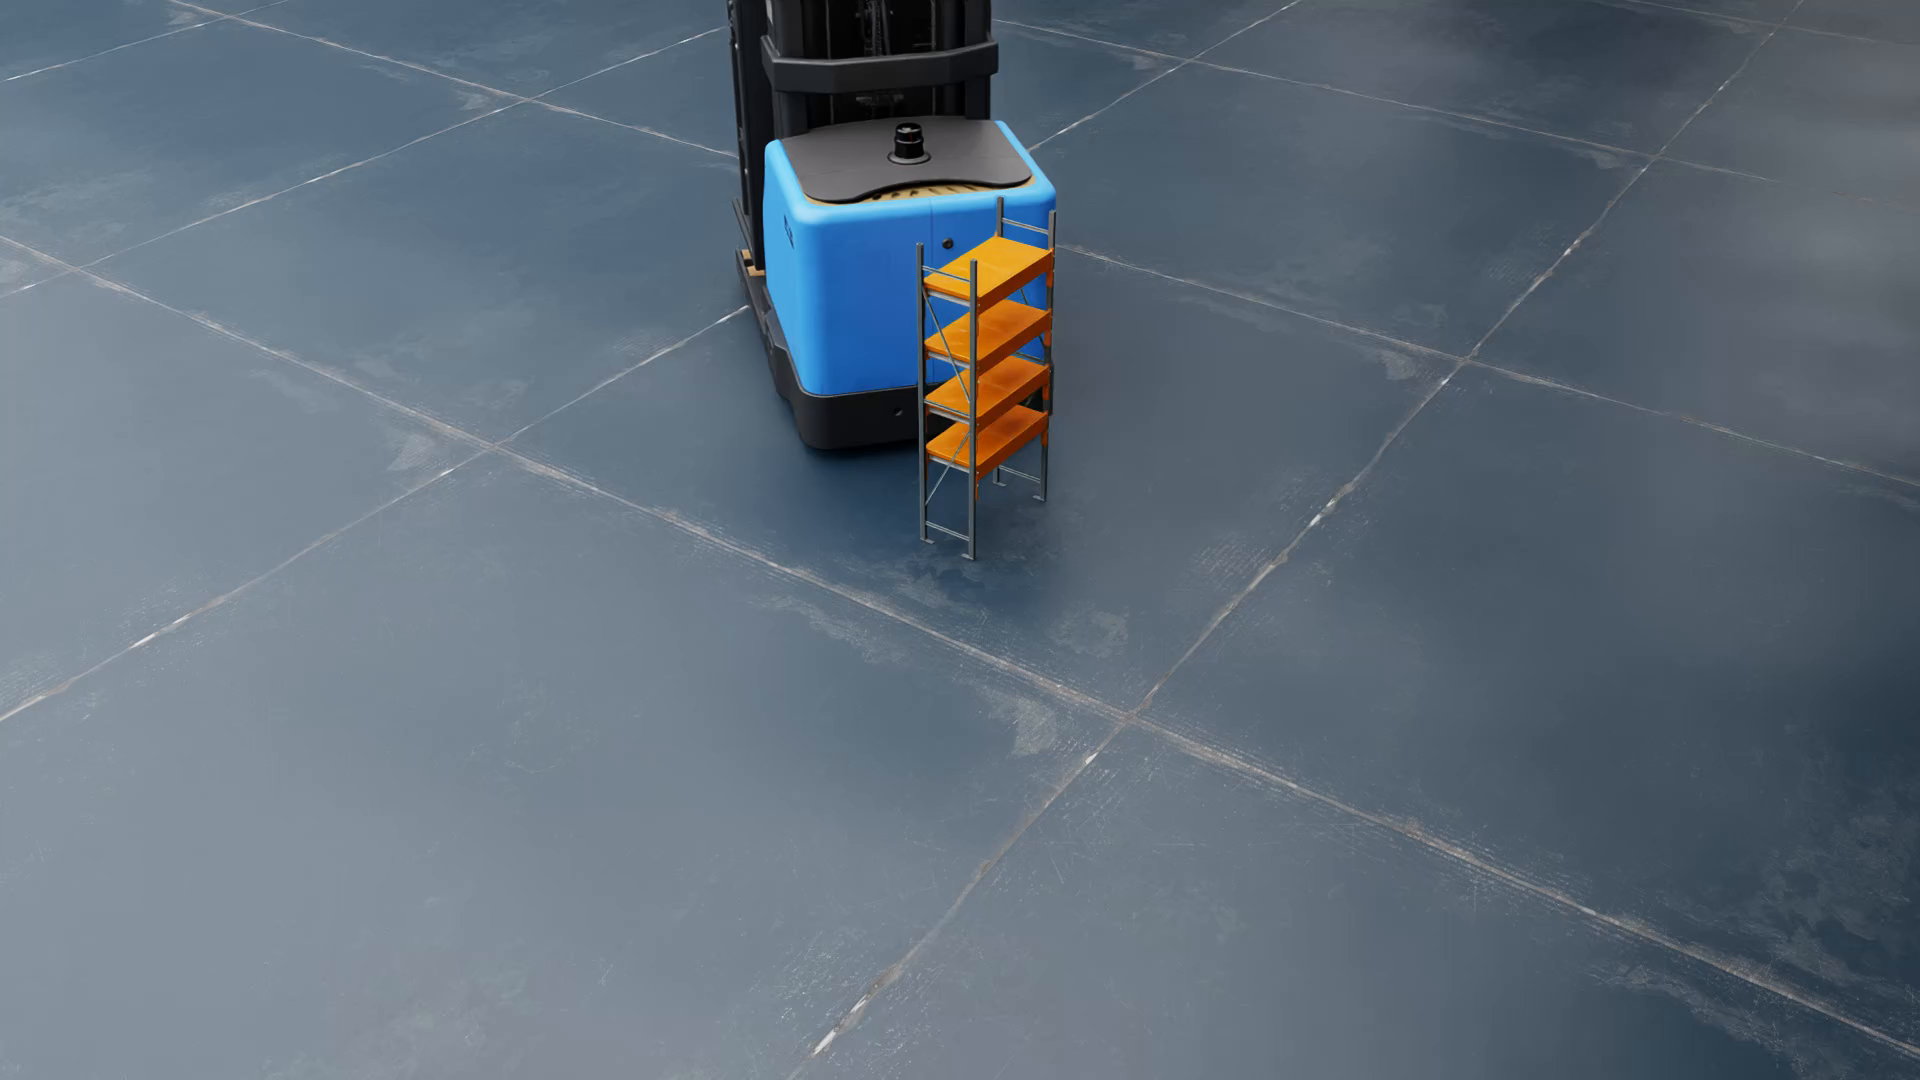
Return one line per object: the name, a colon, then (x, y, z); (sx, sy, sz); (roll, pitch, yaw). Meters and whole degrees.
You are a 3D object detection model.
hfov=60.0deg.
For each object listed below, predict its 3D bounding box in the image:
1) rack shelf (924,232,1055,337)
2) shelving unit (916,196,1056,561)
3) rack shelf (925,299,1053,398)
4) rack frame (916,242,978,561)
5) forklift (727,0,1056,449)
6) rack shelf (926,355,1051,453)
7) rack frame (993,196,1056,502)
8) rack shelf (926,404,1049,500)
rack shelf: (0.094, -0.899, 5.806); (0.258, 0.148, 0.480); (21, 39, 28)
shelving unit: (0.094, -0.573, 6.027); (0.258, 1.200, 0.503); (21, 39, 28)
rack shelf: (0.094, -0.703, 5.939); (0.258, 0.148, 0.480); (21, 39, 28)
rack frame: (-0.045, -0.461, 5.860); (0.240, 1.200, 0.015); (21, 39, 28)
forklift: (-0.467, -2.398, 7.179); (1.130, 2.935, 3.031); (-8, 35, -12)
rack shelf: (0.094, -0.517, 6.064); (0.258, 0.148, 0.480); (21, 39, 28)
rack frame: (0.233, -0.686, 6.193); (0.240, 1.200, 0.015); (21, 39, 28)
rack shelf: (0.094, -0.353, 6.175); (0.258, 0.148, 0.480); (21, 39, 28)
